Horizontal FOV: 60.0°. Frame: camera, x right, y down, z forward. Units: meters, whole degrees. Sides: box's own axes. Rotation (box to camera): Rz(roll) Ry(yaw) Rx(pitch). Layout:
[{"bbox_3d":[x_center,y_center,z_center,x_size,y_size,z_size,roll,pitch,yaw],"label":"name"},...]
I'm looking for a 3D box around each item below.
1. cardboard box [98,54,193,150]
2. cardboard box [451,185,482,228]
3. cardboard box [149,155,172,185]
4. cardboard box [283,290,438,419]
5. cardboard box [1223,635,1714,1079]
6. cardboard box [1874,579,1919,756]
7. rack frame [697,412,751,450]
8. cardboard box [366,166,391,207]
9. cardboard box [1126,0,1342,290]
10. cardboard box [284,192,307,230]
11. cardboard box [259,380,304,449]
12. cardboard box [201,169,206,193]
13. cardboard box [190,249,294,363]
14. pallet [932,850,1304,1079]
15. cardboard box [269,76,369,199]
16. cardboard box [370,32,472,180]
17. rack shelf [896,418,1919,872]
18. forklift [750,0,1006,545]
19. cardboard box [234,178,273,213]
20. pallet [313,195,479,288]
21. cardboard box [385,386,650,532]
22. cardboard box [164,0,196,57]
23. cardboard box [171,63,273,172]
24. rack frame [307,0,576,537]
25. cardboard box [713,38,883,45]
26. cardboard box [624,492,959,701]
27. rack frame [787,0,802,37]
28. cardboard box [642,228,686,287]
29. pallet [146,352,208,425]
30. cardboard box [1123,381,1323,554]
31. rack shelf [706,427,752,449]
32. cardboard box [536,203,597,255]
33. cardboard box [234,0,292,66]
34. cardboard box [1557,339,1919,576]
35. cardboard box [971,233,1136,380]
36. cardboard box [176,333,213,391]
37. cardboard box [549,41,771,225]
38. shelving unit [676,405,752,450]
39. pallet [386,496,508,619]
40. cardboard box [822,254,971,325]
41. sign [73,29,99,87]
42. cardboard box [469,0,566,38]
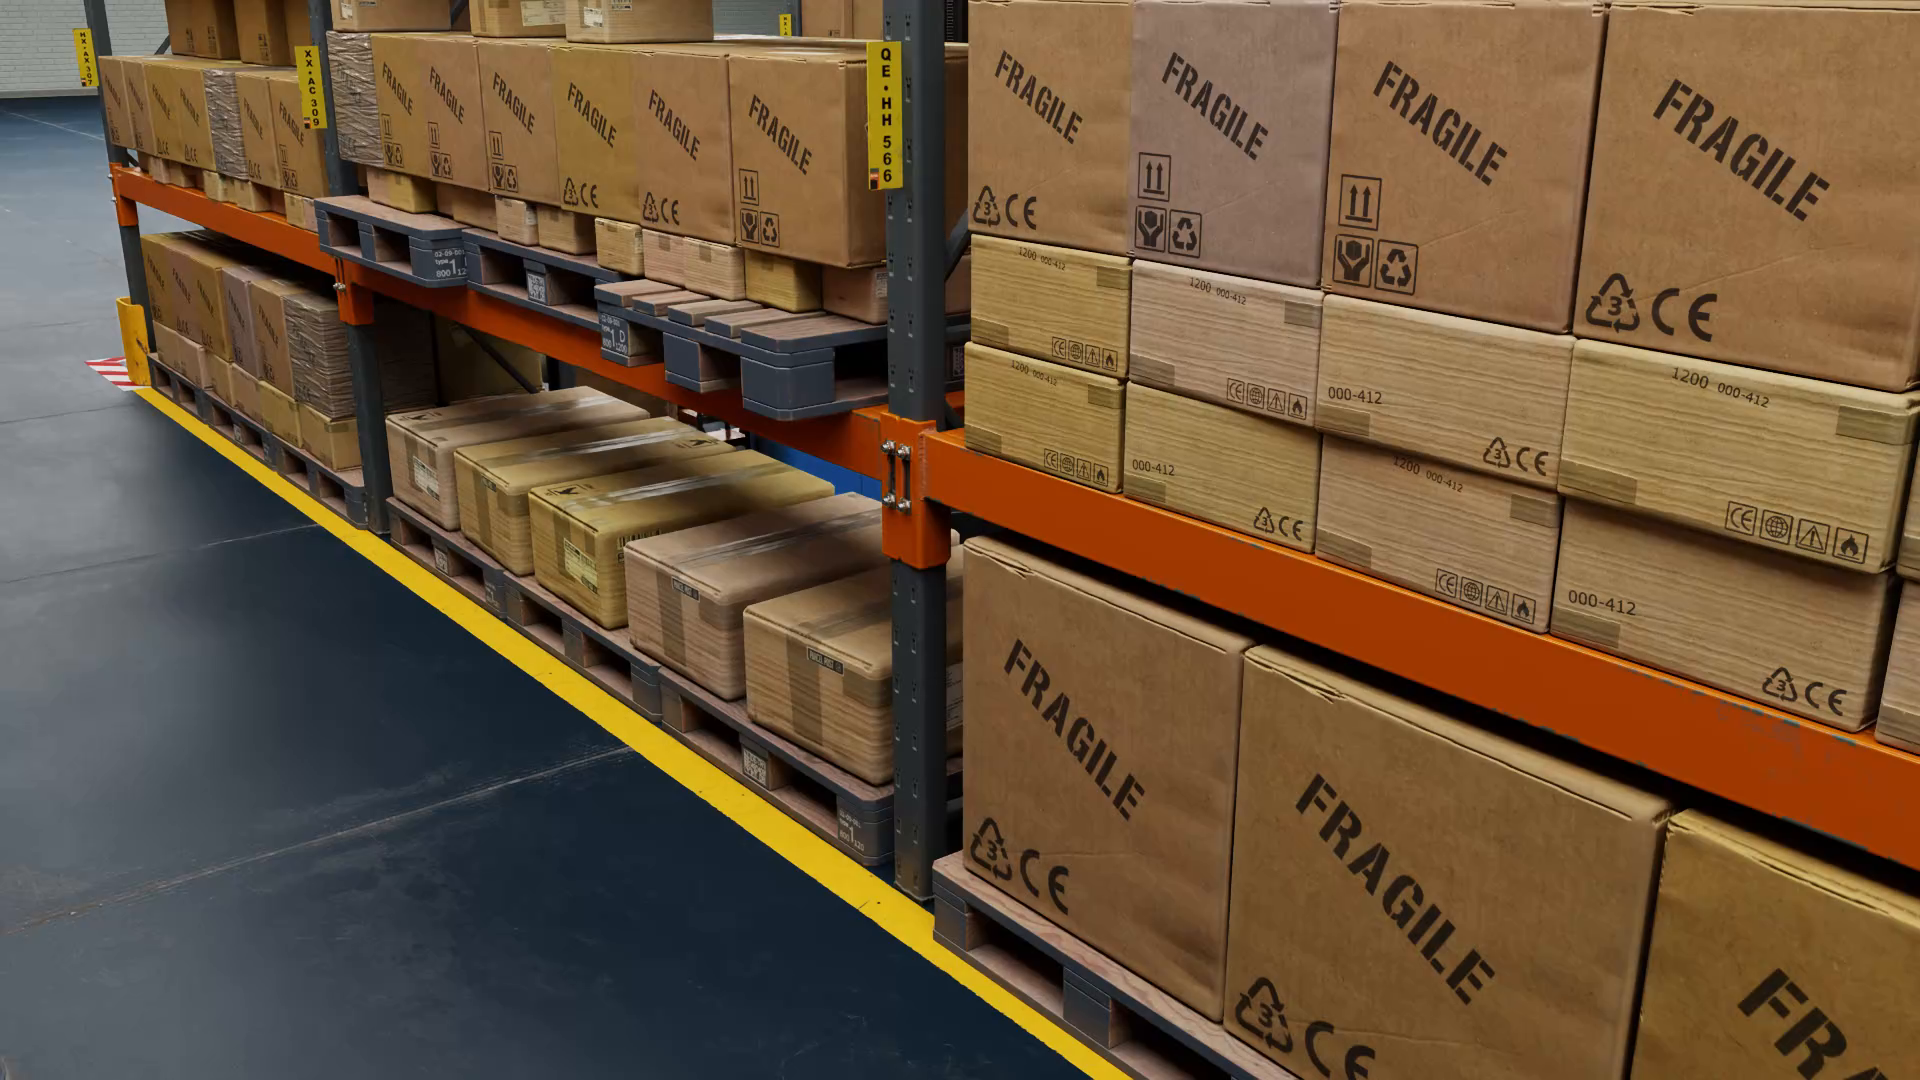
[{"bbox_3d":[-4.639,-2.552,9.667,0.500,0.500,0.500,-14,23,-37],"label":"cardboard box"},{"bbox_3d":[-1.626,-1.241,6.071,0.380,0.149,0.250,-14,23,-35],"label":"cardboard box"},{"bbox_3d":[-4.277,-2.079,9.269,0.380,0.149,0.250,-14,23,-35],"label":"cardboard box"},{"bbox_3d":[-2.810,-0.892,7.799,0.500,0.500,0.500,-14,23,-37],"label":"cardboard box"},{"bbox_3d":[1.166,0.653,3.331,0.875,0.875,0.875,-14,23,-35],"label":"cardboard box"},{"bbox_3d":[1.645,0.178,2.290,0.500,0.250,0.500,-15,23,-38],"label":"cardboard box"},{"bbox_3d":[-1.005,-0.537,7.048,0.240,1.200,0.006,-13,21,-33],"label":"rack frame"},{"bbox_3d":[-2.137,-1.431,6.644,0.380,0.149,0.250,-14,23,-35],"label":"cardboard box"},{"bbox_3d":[0.681,-0.796,3.244,0.500,0.500,0.500,-14,23,-36],"label":"cardboard box"},{"bbox_3d":[-2.831,-1.510,7.549,0.380,0.149,0.250,-13,23,-35],"label":"cardboard box"},{"bbox_3d":[-3.148,-0.665,8.307,0.500,0.250,0.500,-15,23,-38],"label":"cardboard box"},{"bbox_3d":[-3.738,-1.898,8.721,0.380,0.149,0.250,-15,23,-38],"label":"cardboard box"},{"bbox_3d":[-3.783,-1.273,8.948,0.500,0.500,0.500,-13,23,-35],"label":"cardboard box"},{"bbox_3d":[0.682,0.969,4.099,1.003,0.211,1.213,-14,23,-36],"label":"pallet"},{"bbox_3d":[-2.703,-1.799,7.390,0.500,0.500,0.500,-15,23,-37],"label":"cardboard box"},{"bbox_3d":[-1.854,-1.642,6.250,0.500,0.500,0.500,-14,23,-36],"label":"cardboard box"},{"bbox_3d":[1.493,0.271,2.917,1.077,0.370,4.000,-14,23,-36],"label":"rack shelf"},{"bbox_3d":[0.606,-1.436,7.036,3.031,2.935,1.130,-4,19,-12],"label":"forklift"},{"bbox_3d":[-3.304,-1.699,8.122,0.380,0.149,0.250,-14,23,-37],"label":"cardboard box"},{"bbox_3d":[-1.872,-1.241,6.644,1.003,0.211,1.213,-14,23,-36],"label":"pallet"},{"bbox_3d":[-1.905,-0.372,7.227,0.950,0.372,0.625,-14,23,-35],"label":"cardboard box"},{"bbox_3d":[-4.227,-3.115,9.774,0.700,0.500,0.500,-15,23,-37],"label":"cardboard box"},{"bbox_3d":[-3.676,-2.176,8.531,0.500,0.500,0.500,-15,23,-37],"label":"cardboard box"},{"bbox_3d":[-2.232,-1.549,7.268,1.000,3.000,0.127,-14,23,-36],"label":"rack frame"},{"bbox_3d":[-0.511,-1.364,5.410,0.500,0.500,0.500,-14,23,-35],"label":"cardboard box"},{"bbox_3d":[-0.556,0.163,5.610,0.950,0.372,0.625,-15,23,-37],"label":"cardboard box"},{"bbox_3d":[-0.898,-3.526,13.238,1.000,3.000,0.127,-14,23,-36],"label":"rack frame"},{"bbox_3d":[-0.701,-0.847,4.881,0.380,0.149,0.250,-15,24,-39],"label":"cardboard box"},{"bbox_3d":[-4.192,-0.985,10.002,1.003,0.211,1.213,-14,23,-36],"label":"pallet"},{"bbox_3d":[0.691,-0.199,3.431,0.500,0.250,0.500,-15,23,-38],"label":"cardboard box"},{"bbox_3d":[-1.055,-0.402,7.169,0.258,0.103,0.180,-13,21,-33],"label":"rack shelf"},{"bbox_3d":[-1.161,-1.045,5.477,0.380,0.149,0.250,-15,23,-38],"label":"cardboard box"},{"bbox_3d":[-3.321,-2.733,8.621,0.700,0.500,0.500,-14,23,-36],"label":"cardboard box"},{"bbox_3d":[1.297,-0.176,2.566,0.500,0.250,0.500,-13,23,-35],"label":"cardboard box"},{"bbox_3d":[0.372,-0.556,3.714,0.500,0.250,0.500,-14,23,-36],"label":"cardboard box"},{"bbox_3d":[-4.121,-1.049,9.464,0.500,0.250,0.500,-13,22,-34],"label":"cardboard box"},{"bbox_3d":[-0.893,-1.258,5.091,0.500,0.500,0.500,-16,24,-40],"label":"cardboard box"},{"bbox_3d":[-1.058,-0.559,7.119,0.258,1.200,0.189,-13,21,-33],"label":"shelving unit"},{"bbox_3d":[-1.748,-0.034,7.128,1.003,0.211,1.213,-14,23,-36],"label":"pallet"},{"bbox_3d":[-0.137,-0.678,4.371,0.380,0.149,0.250,-13,22,-34],"label":"cardboard box"},{"bbox_3d":[-5.141,-2.840,9.789,0.100,0.325,0.005,-14,23,-36],"label":"sign"},{"bbox_3d":[-1.462,-1.812,5.732,0.380,0.149,0.250,-12,22,-33],"label":"cardboard box"}]
